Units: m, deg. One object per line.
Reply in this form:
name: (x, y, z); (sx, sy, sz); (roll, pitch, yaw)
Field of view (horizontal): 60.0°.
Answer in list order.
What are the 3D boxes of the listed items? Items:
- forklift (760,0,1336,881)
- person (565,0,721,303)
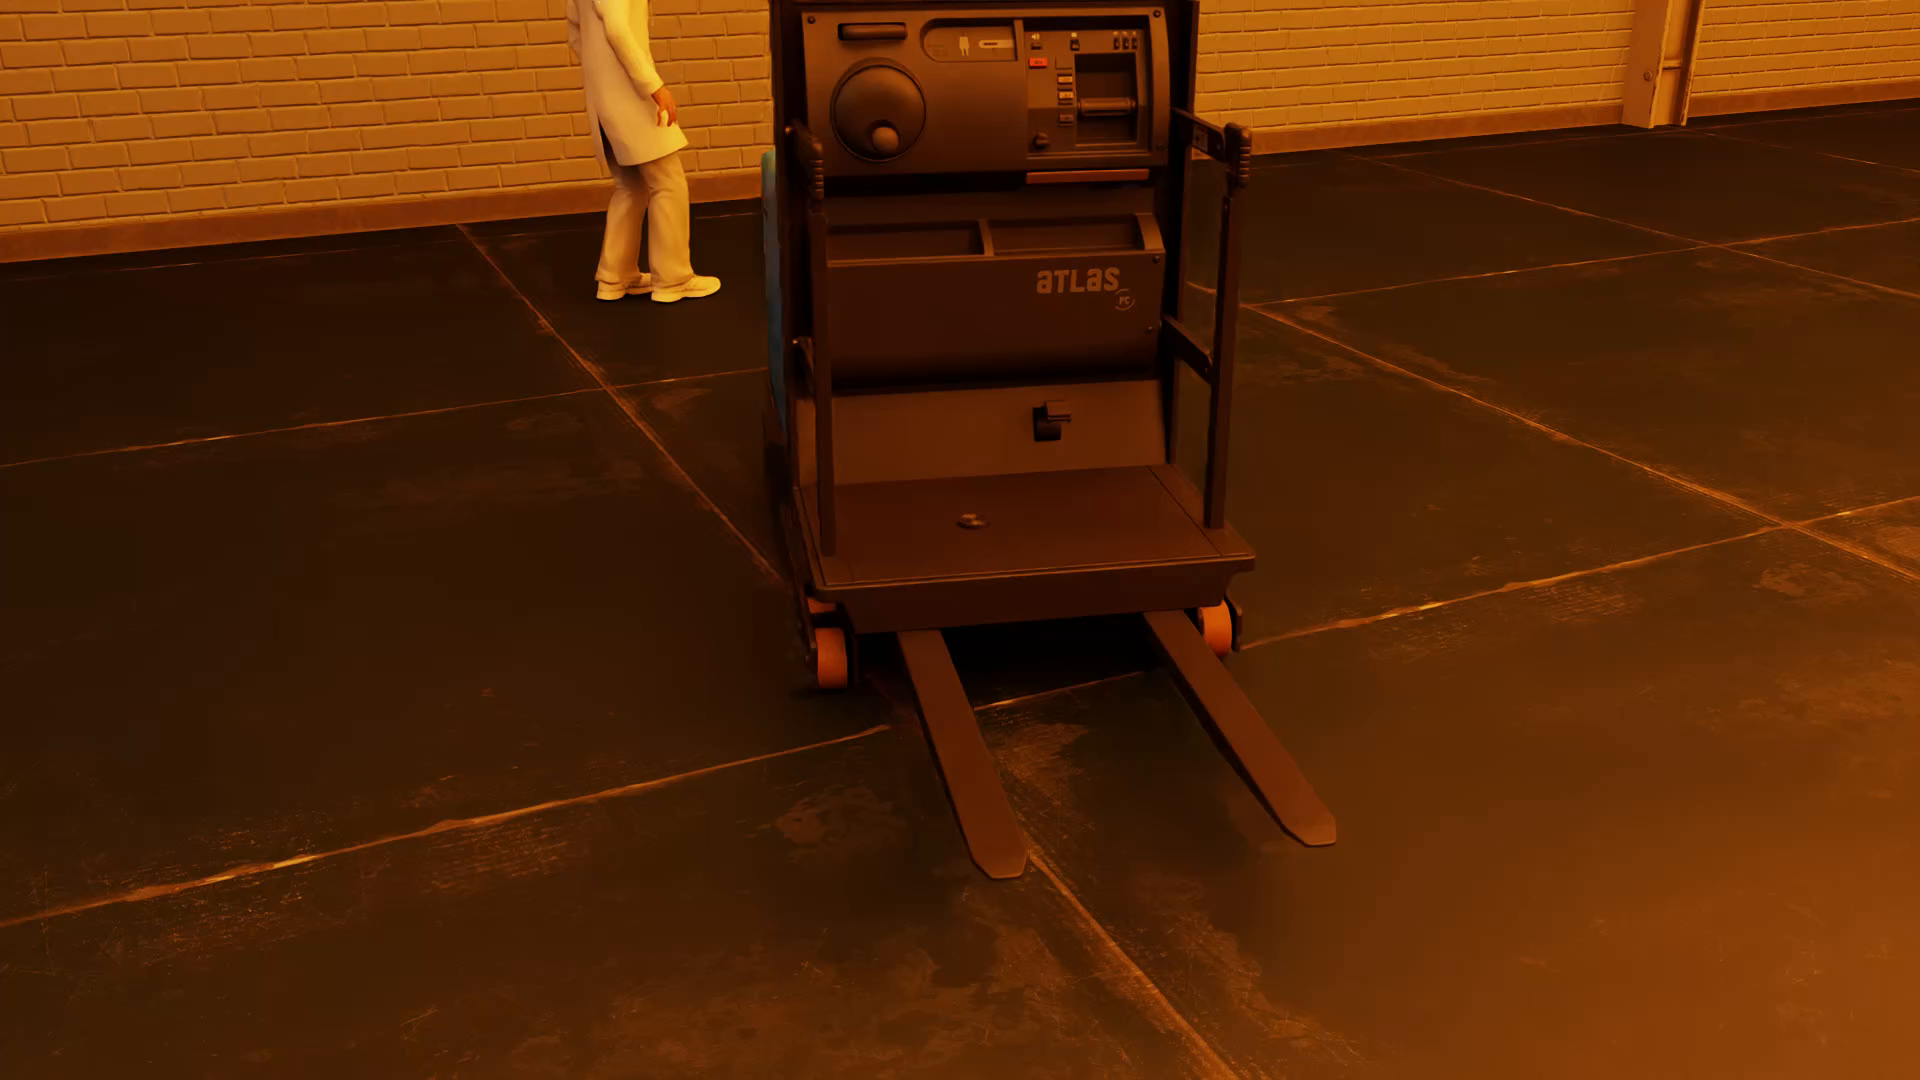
forklift: (0.112, -1.123, 3.990); (1.130, 2.935, 3.031); (-4, 23, -10)
person: (-1.467, -1.990, 7.609); (0.557, 1.759, 0.798); (-16, 27, -33)
